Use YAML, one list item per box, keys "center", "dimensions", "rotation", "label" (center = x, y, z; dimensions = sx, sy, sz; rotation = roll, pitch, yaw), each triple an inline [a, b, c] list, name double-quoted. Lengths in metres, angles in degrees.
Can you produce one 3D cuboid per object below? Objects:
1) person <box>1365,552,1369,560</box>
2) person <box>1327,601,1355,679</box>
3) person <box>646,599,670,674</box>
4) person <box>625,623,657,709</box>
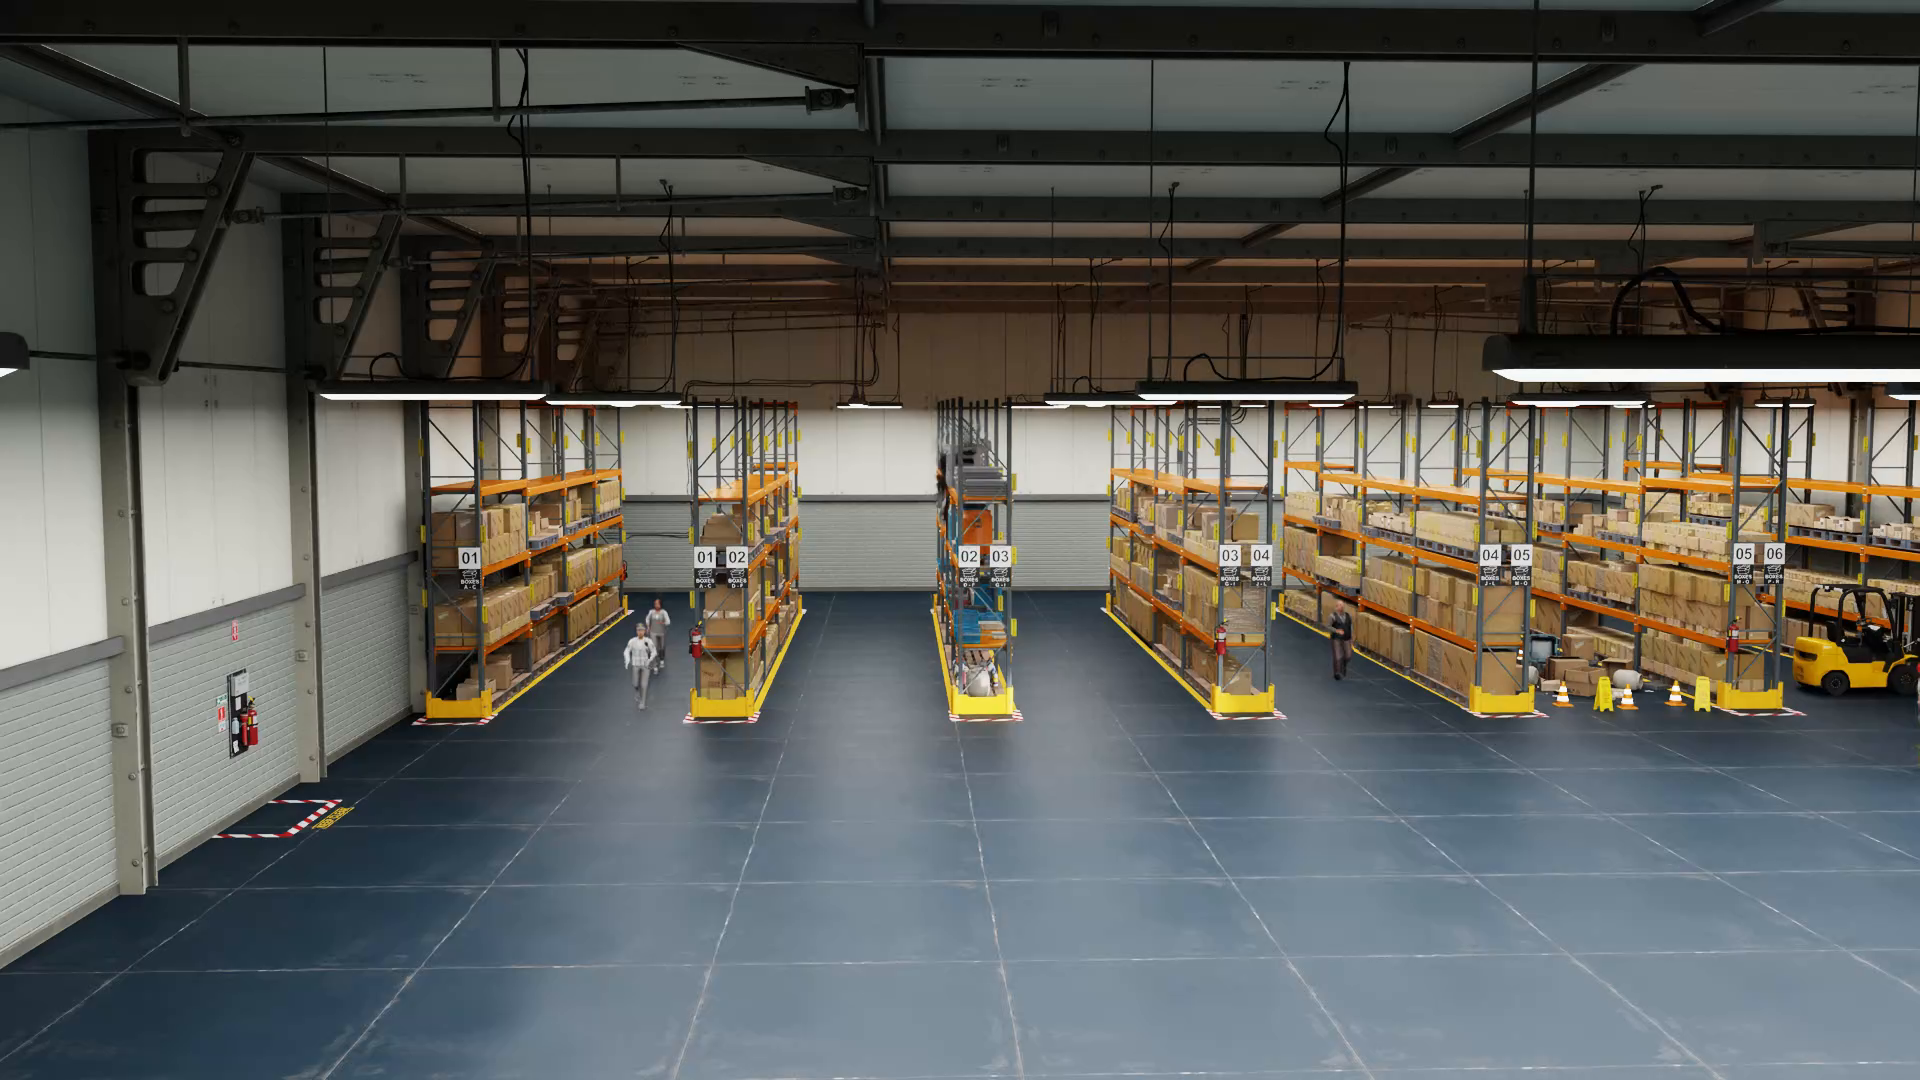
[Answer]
- center: [11.311, 1.246, 46.489]
  dimensions: [0.634, 1.836, 0.855]
  rotation: [-1, 4, -8]
  label: "person"
- center: [8.135, 2.141, 35.419]
  dimensions: [0.645, 1.681, 0.592]
  rotation: [0, 4, -5]
  label: "person"
- center: [-6.623, 2.087, 36.464]
  dimensions: [0.534, 1.590, 0.889]
  rotation: [-1, 4, -9]
  label: "person"
- center: [-6.163, 2.422, 32.115]
  dimensions: [0.632, 1.650, 0.548]
  rotation: [-1, 4, -7]
  label: "person"
